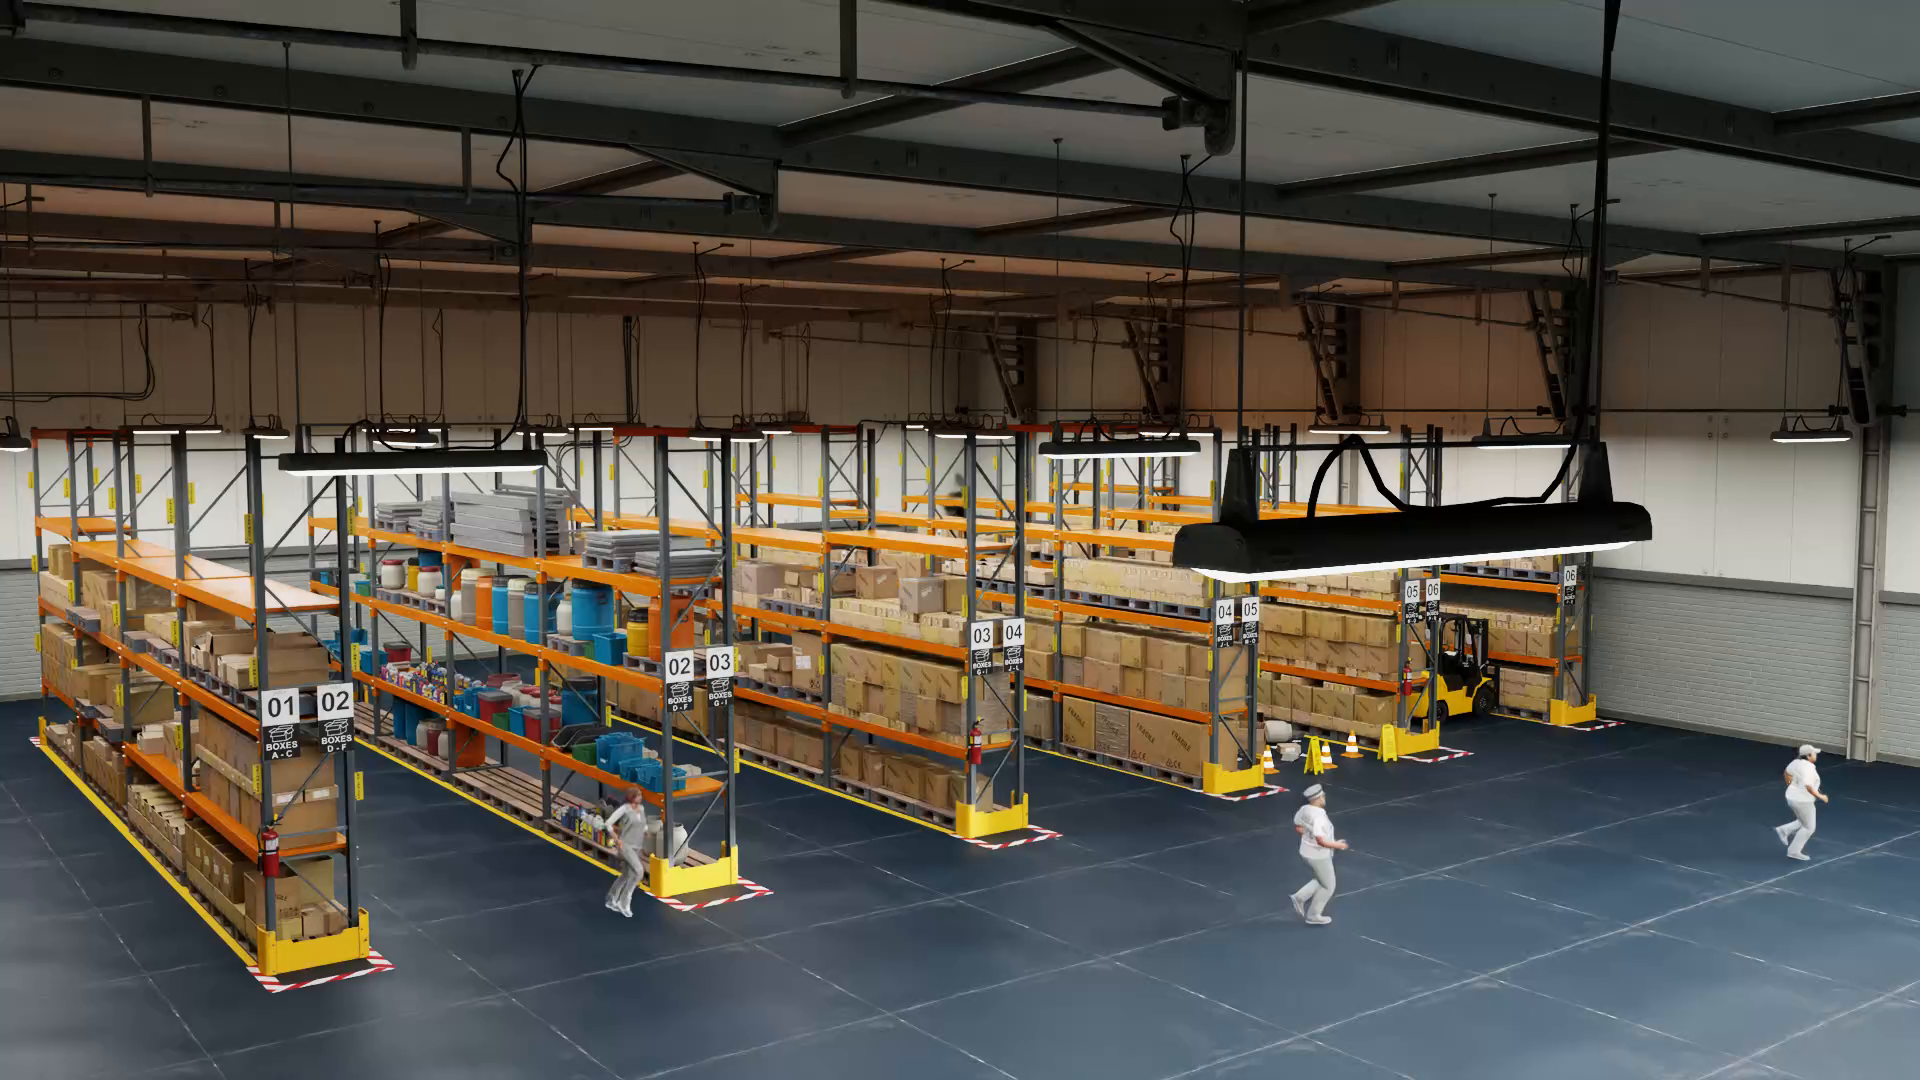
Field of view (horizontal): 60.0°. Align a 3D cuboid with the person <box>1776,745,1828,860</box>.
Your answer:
[{"bbox_3d":[11.898,3.693,23.473,0.599,1.617,0.620,1,5,7],"label":"person"}]

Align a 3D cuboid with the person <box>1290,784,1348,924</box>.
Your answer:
[{"bbox_3d":[4.412,3.853,20.451,0.618,1.733,0.658,-1,5,-10],"label":"person"}]

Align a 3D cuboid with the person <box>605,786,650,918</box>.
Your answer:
[{"bbox_3d":[-4.161,3.905,20.947,0.620,1.592,0.539,2,5,23],"label":"person"}]
